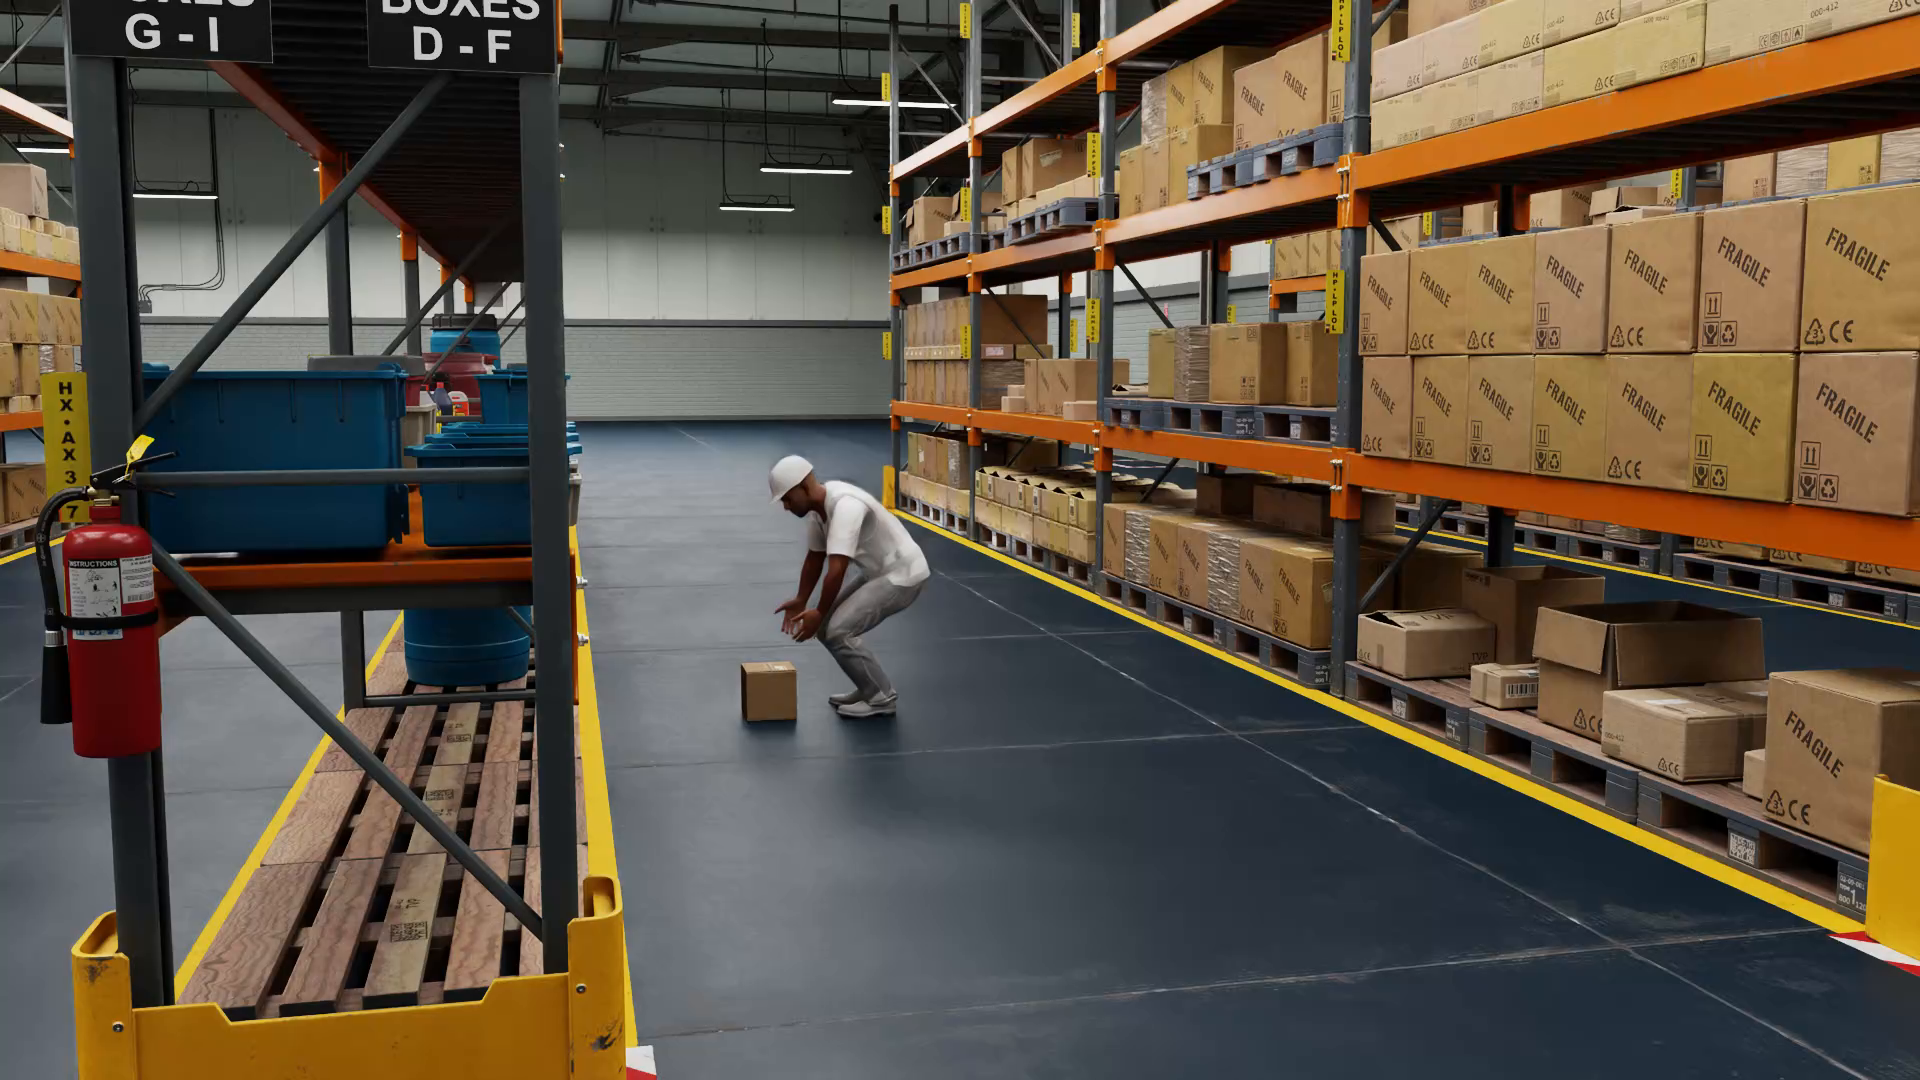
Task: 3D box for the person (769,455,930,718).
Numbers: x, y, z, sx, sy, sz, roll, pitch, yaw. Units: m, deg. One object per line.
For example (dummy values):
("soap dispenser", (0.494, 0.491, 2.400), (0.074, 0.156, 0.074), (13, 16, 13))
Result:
("person", (-0.554, 0.226, 8.365), (0.805, 1.313, 0.629), (-1, 6, -14))
